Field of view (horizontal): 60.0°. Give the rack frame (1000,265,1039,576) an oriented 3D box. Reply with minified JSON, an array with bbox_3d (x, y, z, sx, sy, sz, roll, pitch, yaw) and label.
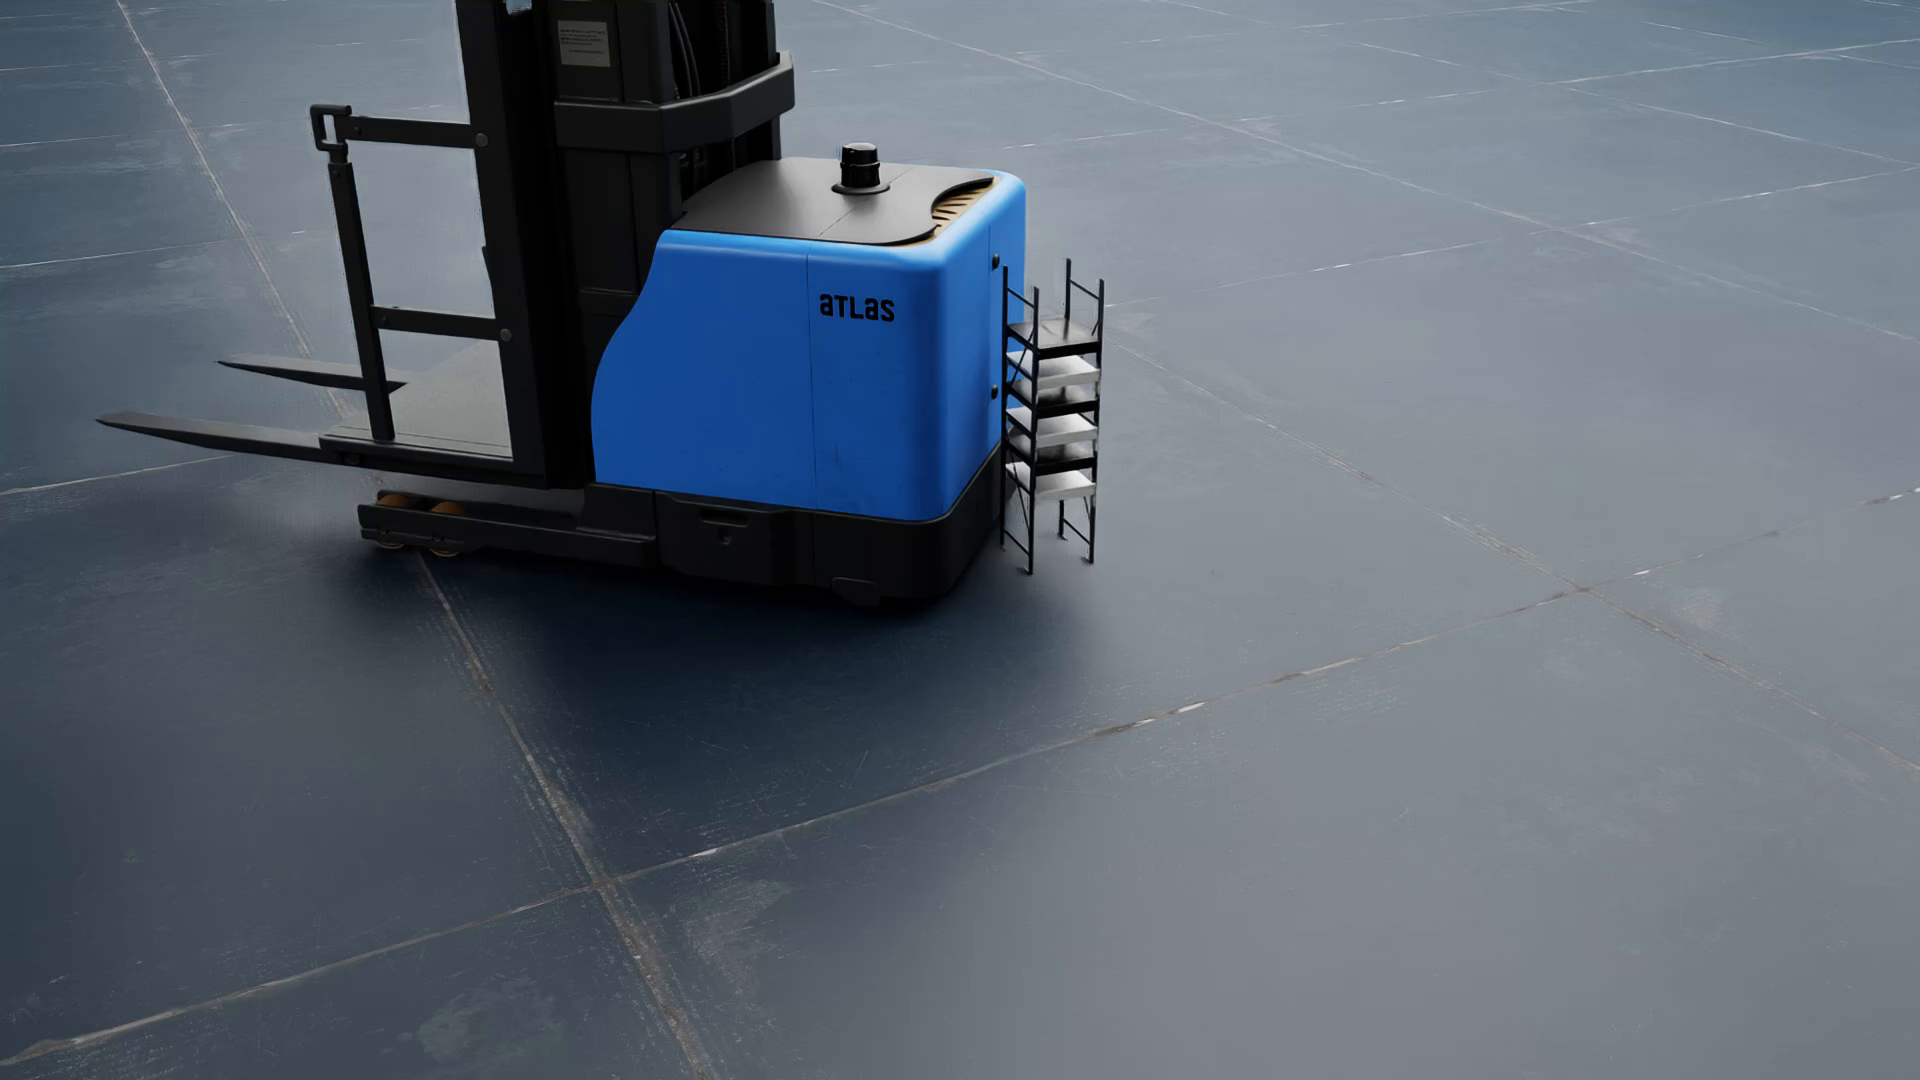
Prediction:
[{"bbox_3d":[0.173,-0.344,4.927,0.006,0.900,0.240,-10,27,-20],"label":"rack frame"}]

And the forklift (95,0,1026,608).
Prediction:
[{"bbox_3d":[-1.358,-1.478,4.942,3.031,2.935,1.130,7,27,15],"label":"forklift"}]

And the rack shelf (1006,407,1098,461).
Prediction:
[{"bbox_3d":[0.267,-0.331,4.976,0.200,0.077,0.258,-10,27,-20],"label":"rack shelf"}]

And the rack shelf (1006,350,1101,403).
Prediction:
[{"bbox_3d":[0.267,-0.493,4.898,0.200,0.077,0.258,-10,27,-20],"label":"rack shelf"}]

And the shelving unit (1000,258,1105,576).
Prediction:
[{"bbox_3d":[0.267,-0.361,4.961,0.210,0.900,0.258,-10,27,-20],"label":"shelving unit"}]

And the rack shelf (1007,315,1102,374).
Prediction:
[{"bbox_3d":[0.267,-0.574,4.859,0.200,0.077,0.258,-10,27,-20],"label":"rack shelf"}]

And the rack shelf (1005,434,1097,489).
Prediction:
[{"bbox_3d":[0.267,-0.249,5.015,0.200,0.077,0.258,-10,27,-20],"label":"rack shelf"}]

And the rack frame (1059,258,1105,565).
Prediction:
[{"bbox_3d":[0.361,-0.377,4.996,0.006,0.900,0.240,-10,27,-20],"label":"rack frame"}]

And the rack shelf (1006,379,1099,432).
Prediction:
[{"bbox_3d":[0.267,-0.412,4.937,0.200,0.077,0.258,-10,27,-20],"label":"rack shelf"}]

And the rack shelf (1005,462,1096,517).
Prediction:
[{"bbox_3d":[0.267,-0.168,5.054,0.200,0.077,0.258,-10,27,-20],"label":"rack shelf"}]
